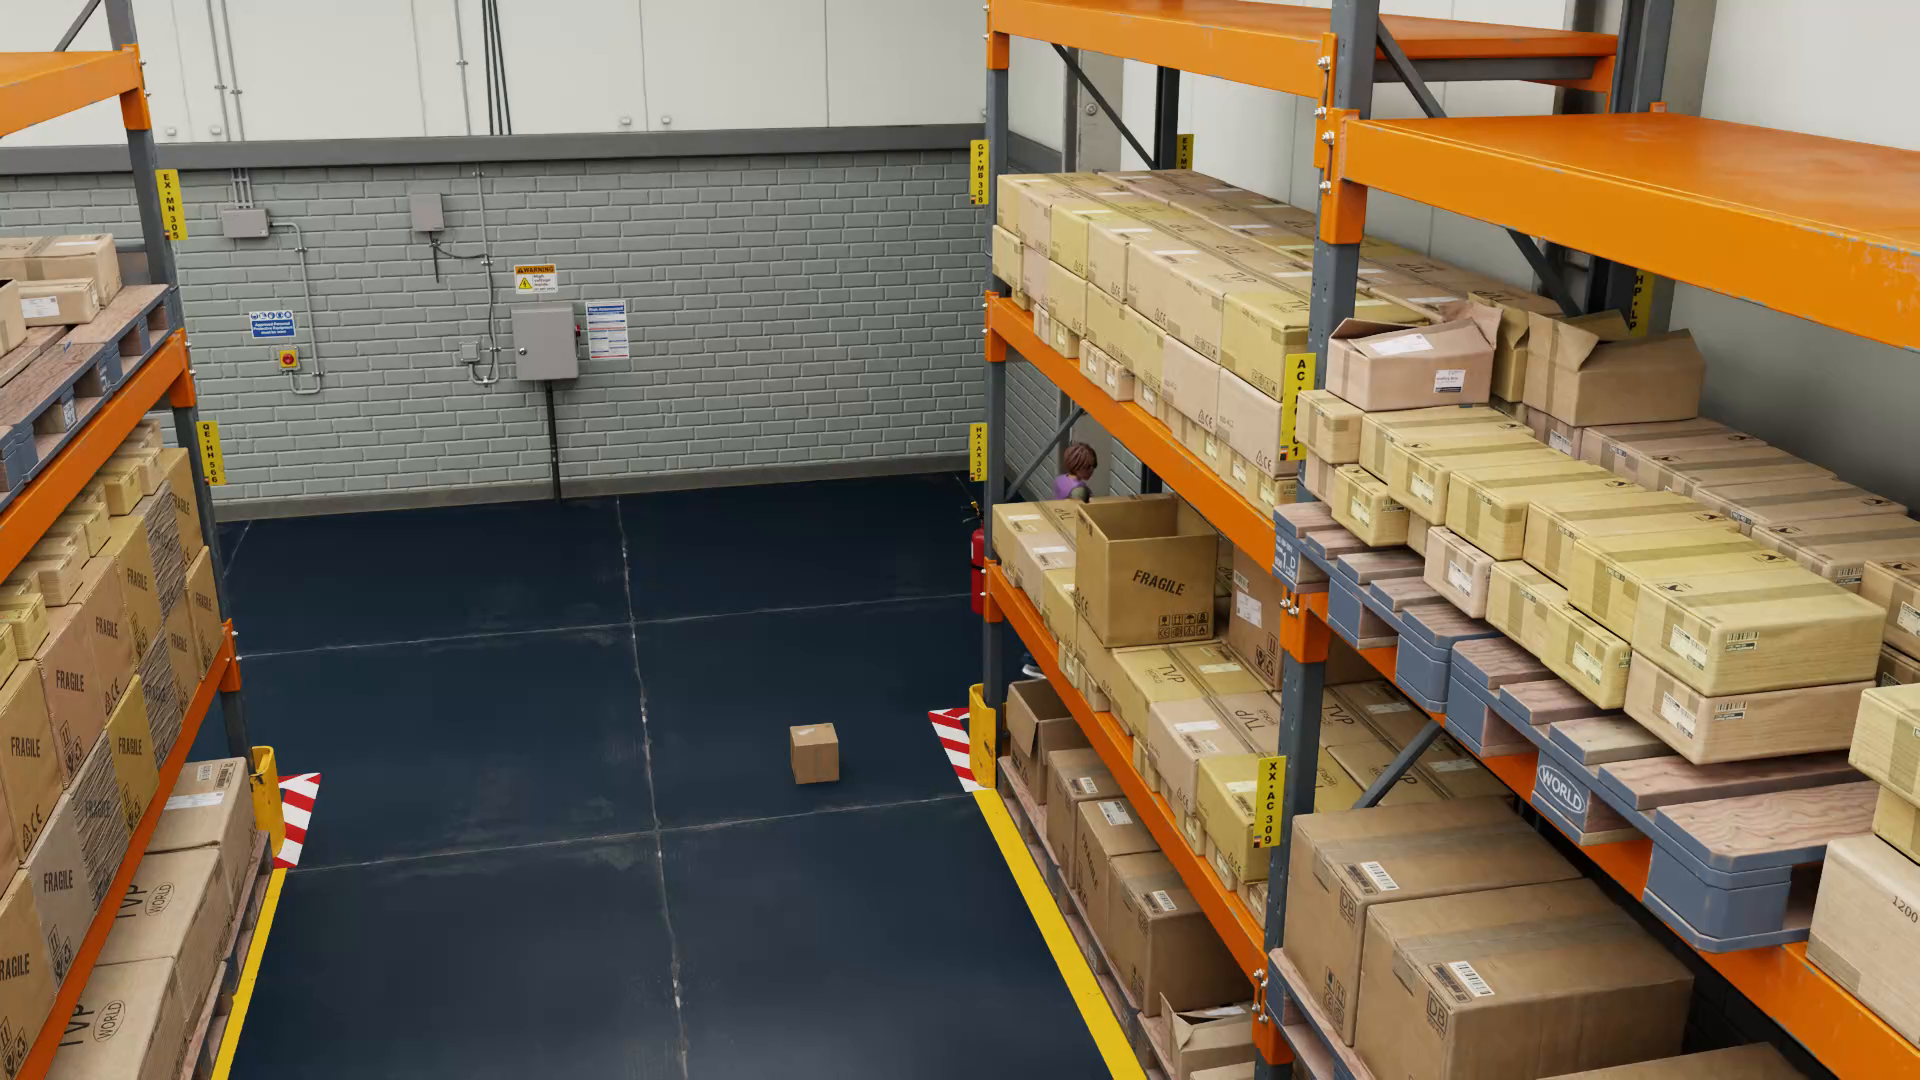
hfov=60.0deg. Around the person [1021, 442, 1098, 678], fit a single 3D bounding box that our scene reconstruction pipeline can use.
[{"bbox_3d":[0.756,0.120,10.724,0.799,1.559,0.452,-5,20,-13],"label":"person"}]
